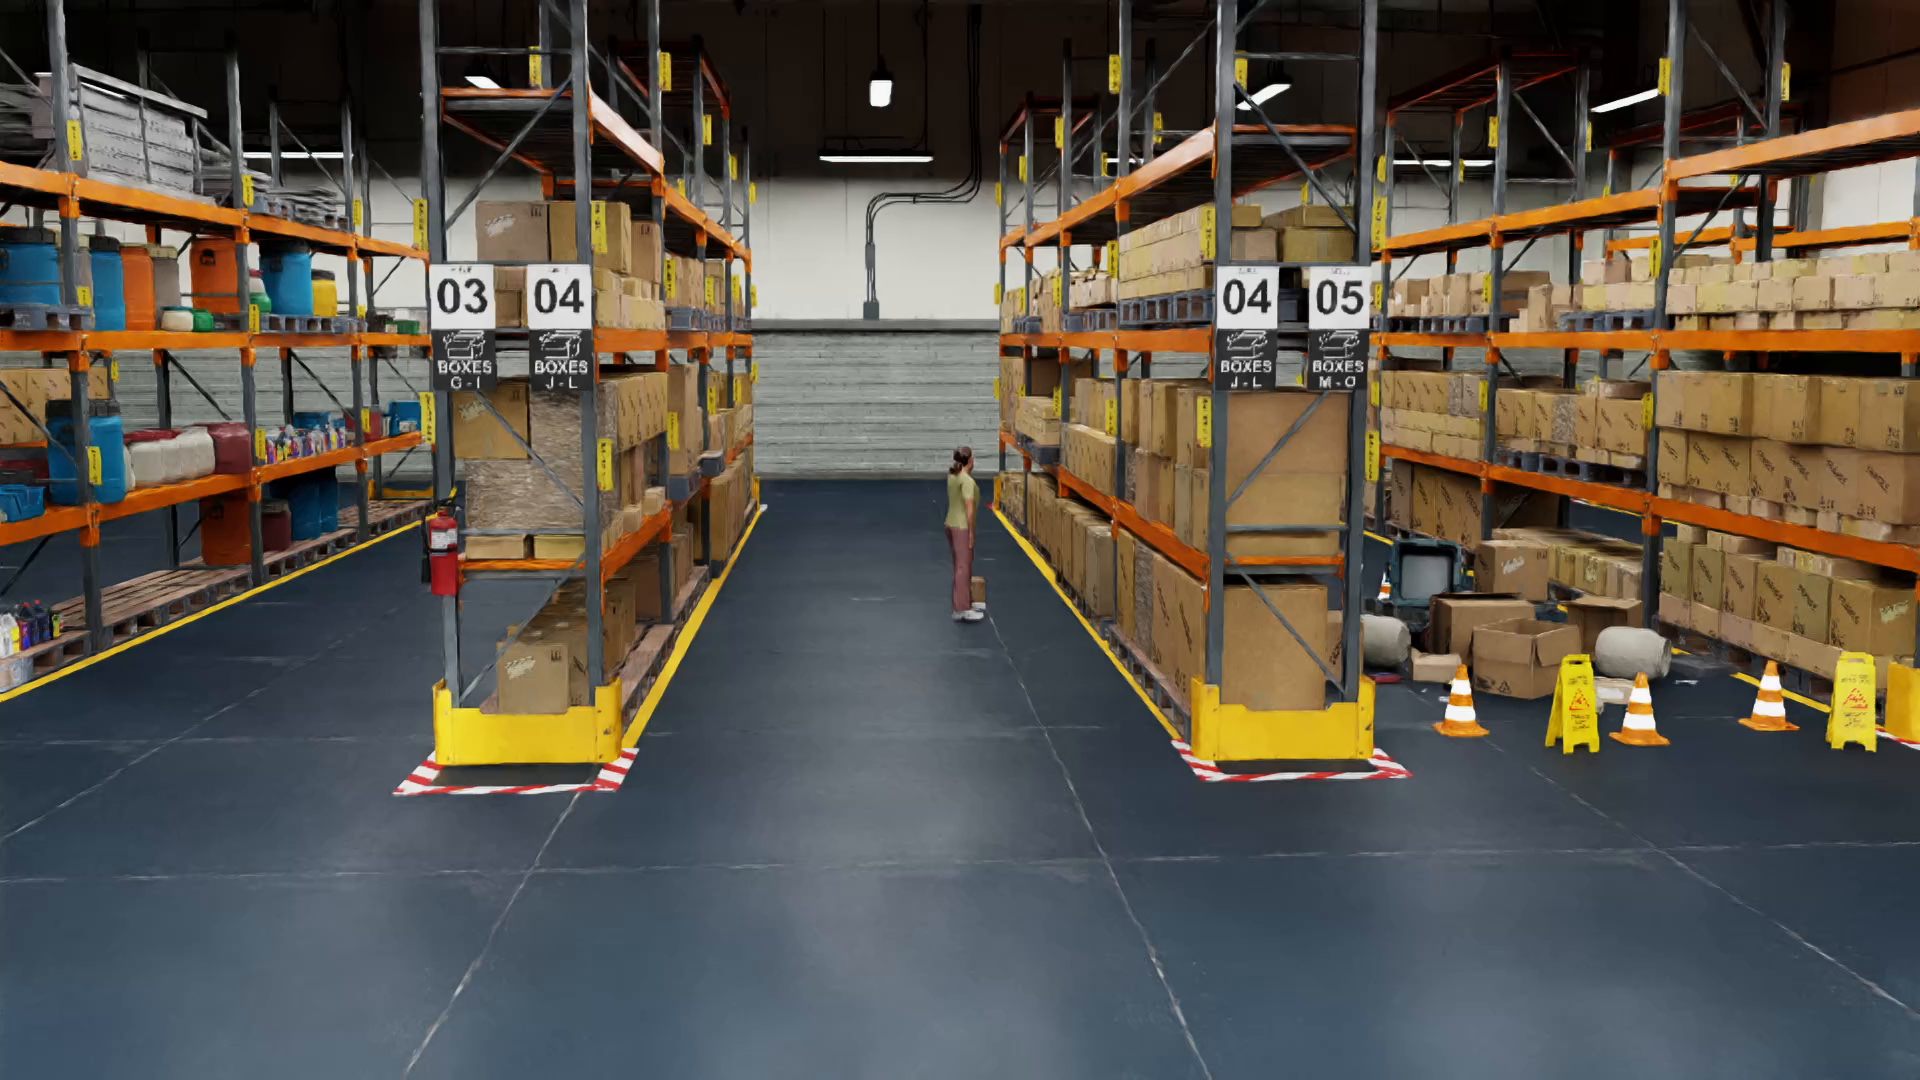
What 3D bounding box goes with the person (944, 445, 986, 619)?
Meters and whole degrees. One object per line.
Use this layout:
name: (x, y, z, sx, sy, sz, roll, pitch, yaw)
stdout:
person: (0.100, 0.035, 16.318, 0.494, 1.430, 0.510, -4, 8, -30)
